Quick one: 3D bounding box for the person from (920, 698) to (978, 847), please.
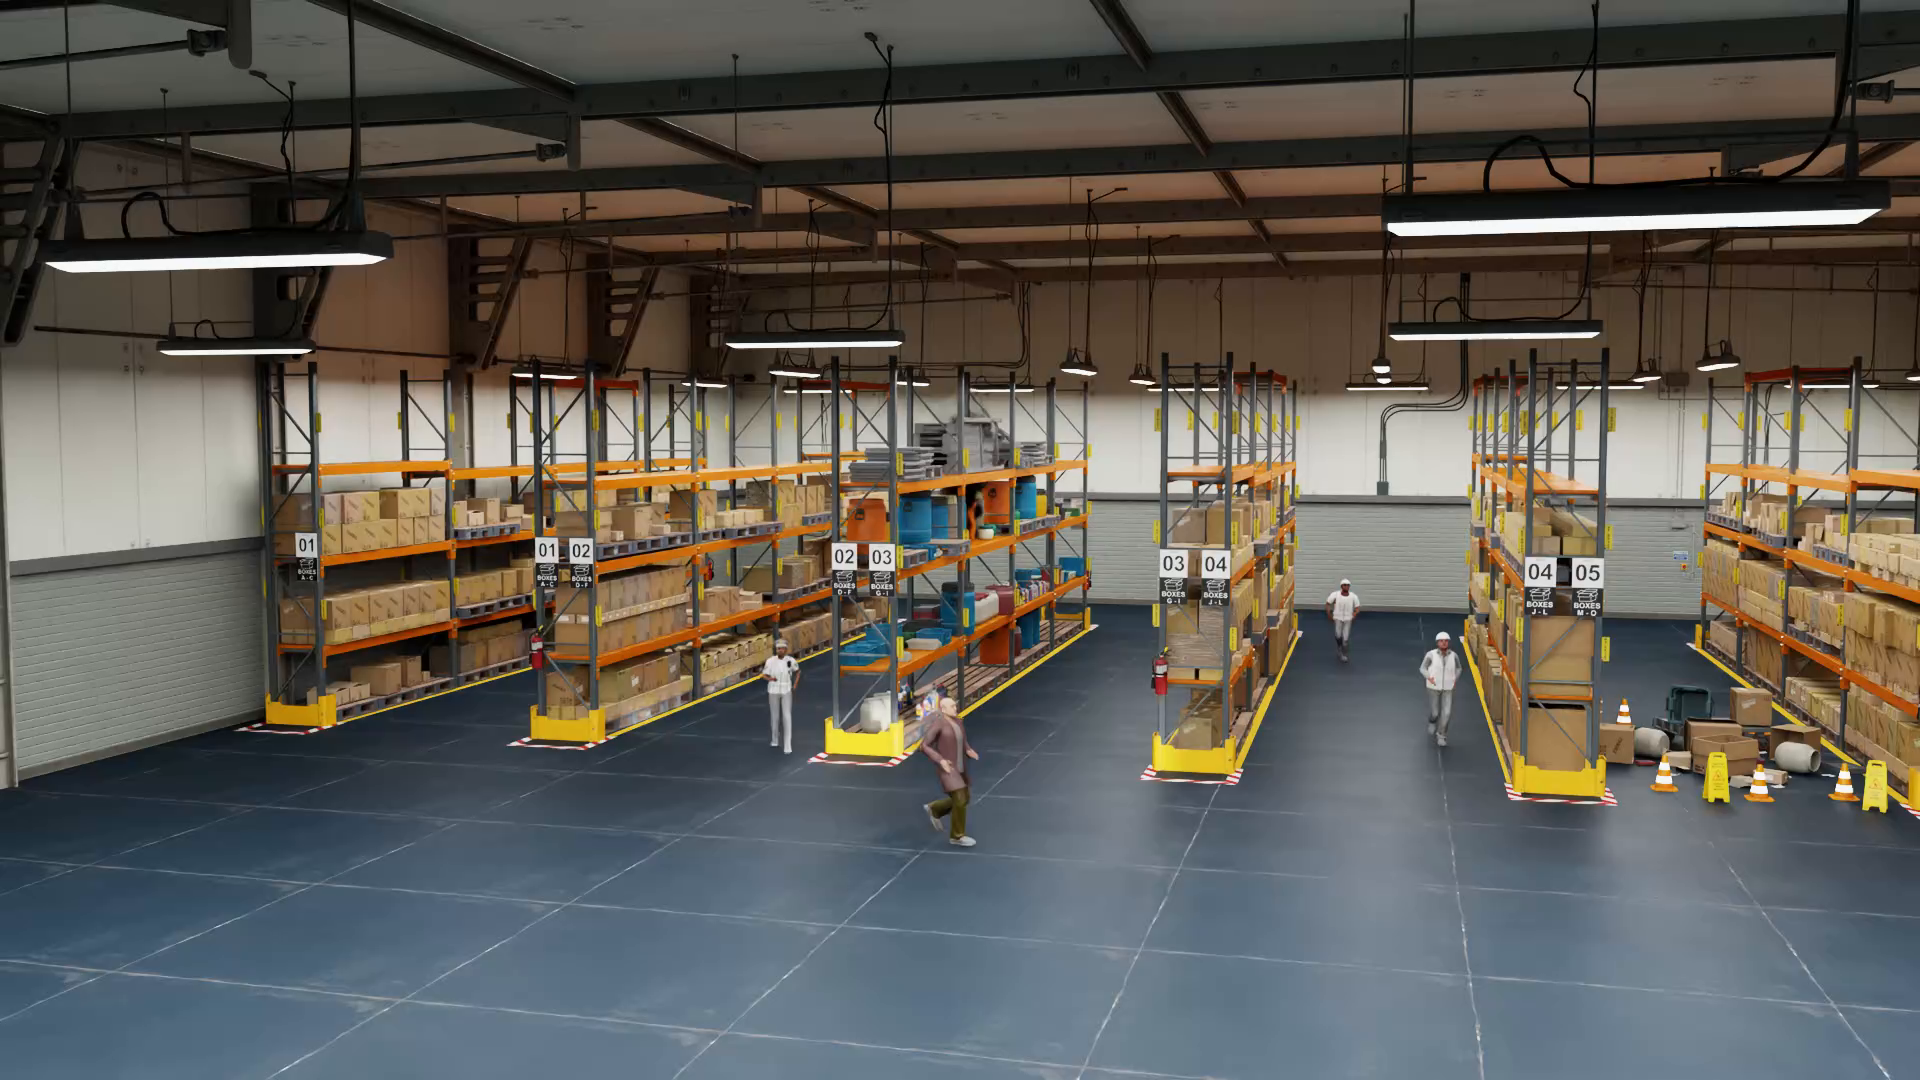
[{"bbox_3d":[-0.141,2.741,19.787,0.833,1.736,0.716,3,5,38],"label":"person"}]

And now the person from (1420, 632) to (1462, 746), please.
[{"bbox_3d":[7.516,2.302,25.957,0.657,1.748,0.721,0,4,5],"label":"person"}]

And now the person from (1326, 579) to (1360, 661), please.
[{"bbox_3d":[8.057,1.683,34.950,0.710,1.725,0.520,1,4,8],"label":"person"}]

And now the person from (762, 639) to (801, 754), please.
[{"bbox_3d":[-2.728,2.392,25.374,0.582,1.770,0.674,0,4,-3],"label":"person"}]
